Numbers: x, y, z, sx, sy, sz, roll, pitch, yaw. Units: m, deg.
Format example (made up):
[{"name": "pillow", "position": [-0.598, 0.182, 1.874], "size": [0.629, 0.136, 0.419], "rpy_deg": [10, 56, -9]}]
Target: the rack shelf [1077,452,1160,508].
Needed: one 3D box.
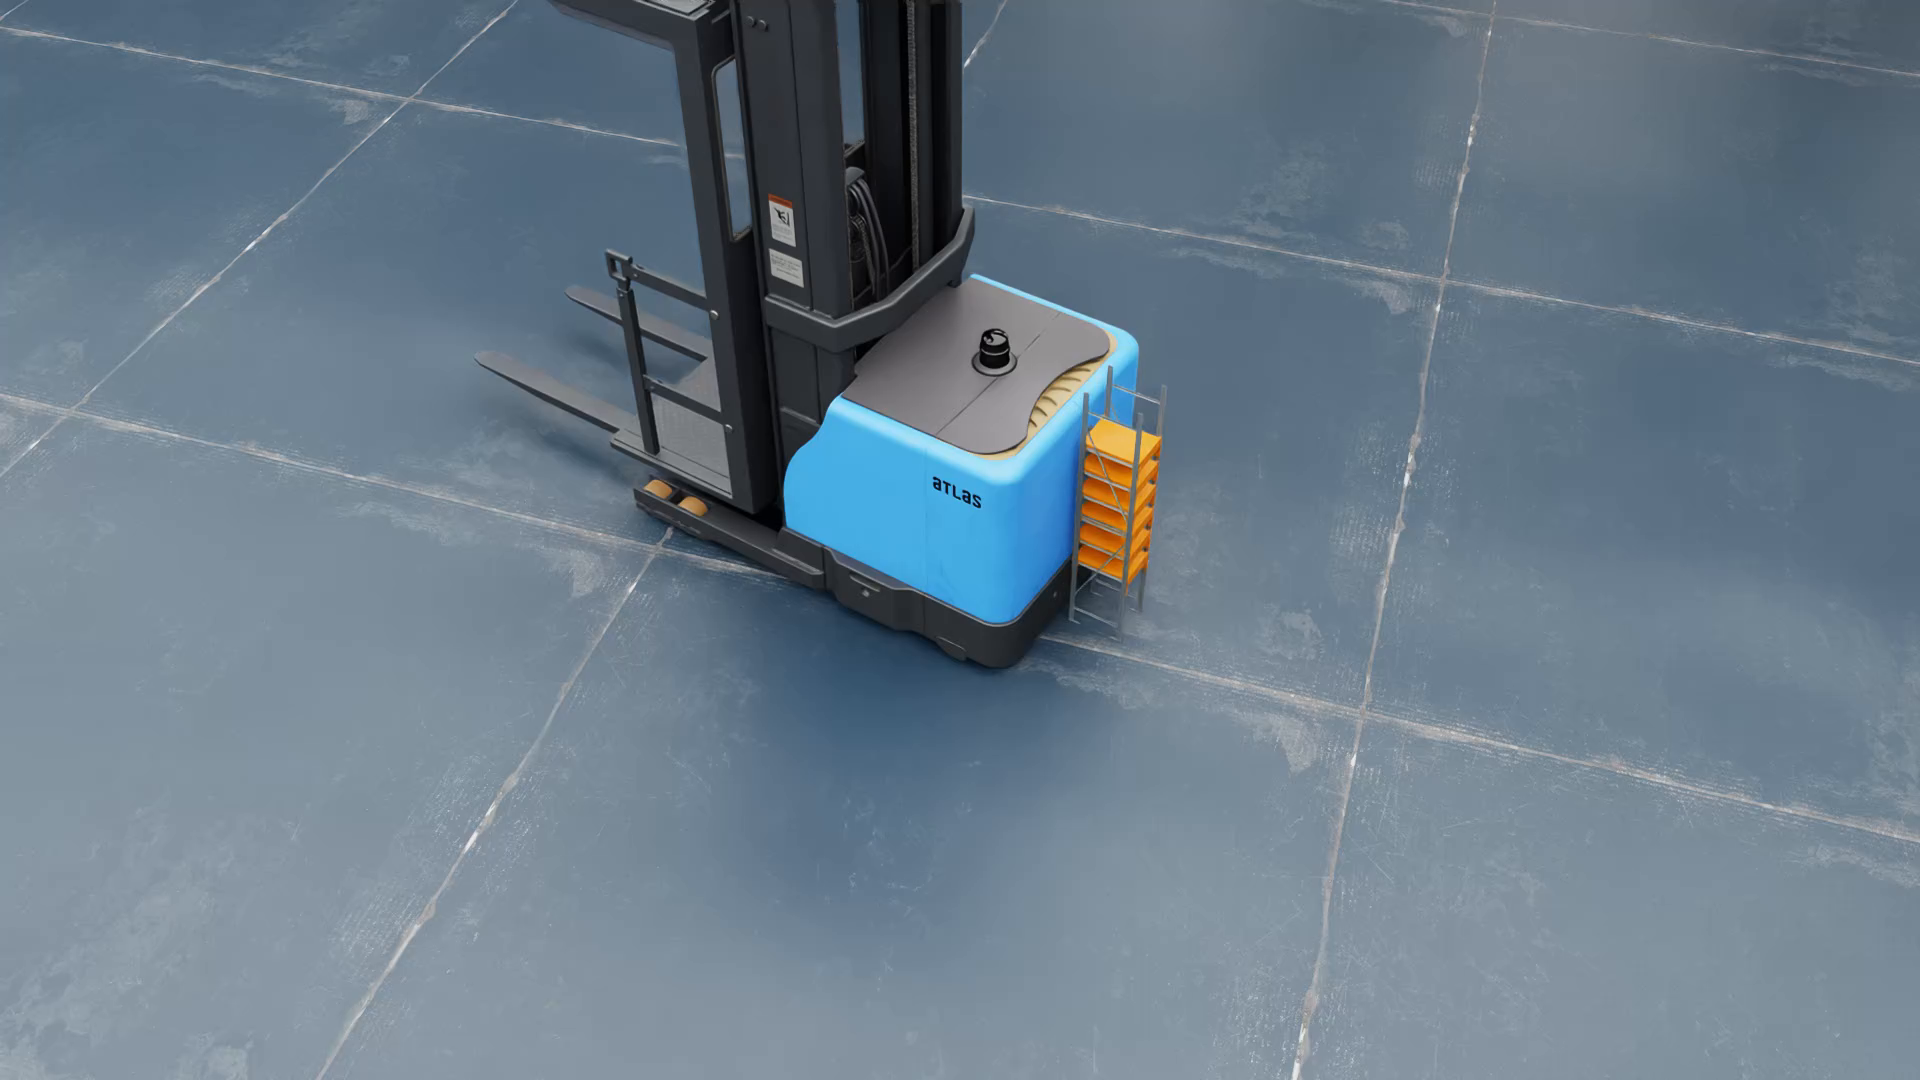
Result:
[{"name": "rack shelf", "position": [0.596, -0.253, 6.270], "size": [0.258, 0.103, 0.180], "rpy_deg": [23, 49, 22]}]

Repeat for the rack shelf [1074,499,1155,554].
[{"name": "rack shelf", "position": [0.596, -0.082, 6.438], "size": [0.258, 0.103, 0.180], "rpy_deg": [23, 49, 22]}]

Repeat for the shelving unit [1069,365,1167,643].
[{"name": "shelving unit", "position": [0.596, -0.113, 6.407], "size": [0.258, 1.200, 0.189], "rpy_deg": [23, 49, 22]}]

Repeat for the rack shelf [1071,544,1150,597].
[{"name": "rack shelf", "position": [0.596, 0.090, 6.606], "size": [0.258, 0.103, 0.180], "rpy_deg": [23, 49, 22]}]

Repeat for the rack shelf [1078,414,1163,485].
[{"name": "rack shelf", "position": [0.596, -0.339, 6.186], "size": [0.258, 0.103, 0.180], "rpy_deg": [23, 49, 22]}]

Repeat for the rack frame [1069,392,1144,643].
[{"name": "rack frame", "position": [0.548, -0.059, 6.351], "size": [0.240, 1.200, 0.006], "rpy_deg": [23, 49, 22]}]

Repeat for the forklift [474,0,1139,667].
[{"name": "forklift", "position": [-0.805, -1.353, 6.436], "size": [3.031, 2.935, 1.130], "rpy_deg": [25, 49, 23]}]

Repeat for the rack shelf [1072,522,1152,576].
[{"name": "rack shelf", "position": [0.596, 0.004, 6.522], "size": [0.258, 0.103, 0.180], "rpy_deg": [23, 49, 22]}]

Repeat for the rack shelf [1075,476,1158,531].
[{"name": "rack shelf", "position": [0.596, -0.168, 6.354], "size": [0.258, 0.103, 0.180], "rpy_deg": [23, 49, 22]}]

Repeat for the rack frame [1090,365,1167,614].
[{"name": "rack frame", "position": [0.645, -0.168, 6.463], "size": [0.240, 1.200, 0.006], "rpy_deg": [23, 49, 22]}]
